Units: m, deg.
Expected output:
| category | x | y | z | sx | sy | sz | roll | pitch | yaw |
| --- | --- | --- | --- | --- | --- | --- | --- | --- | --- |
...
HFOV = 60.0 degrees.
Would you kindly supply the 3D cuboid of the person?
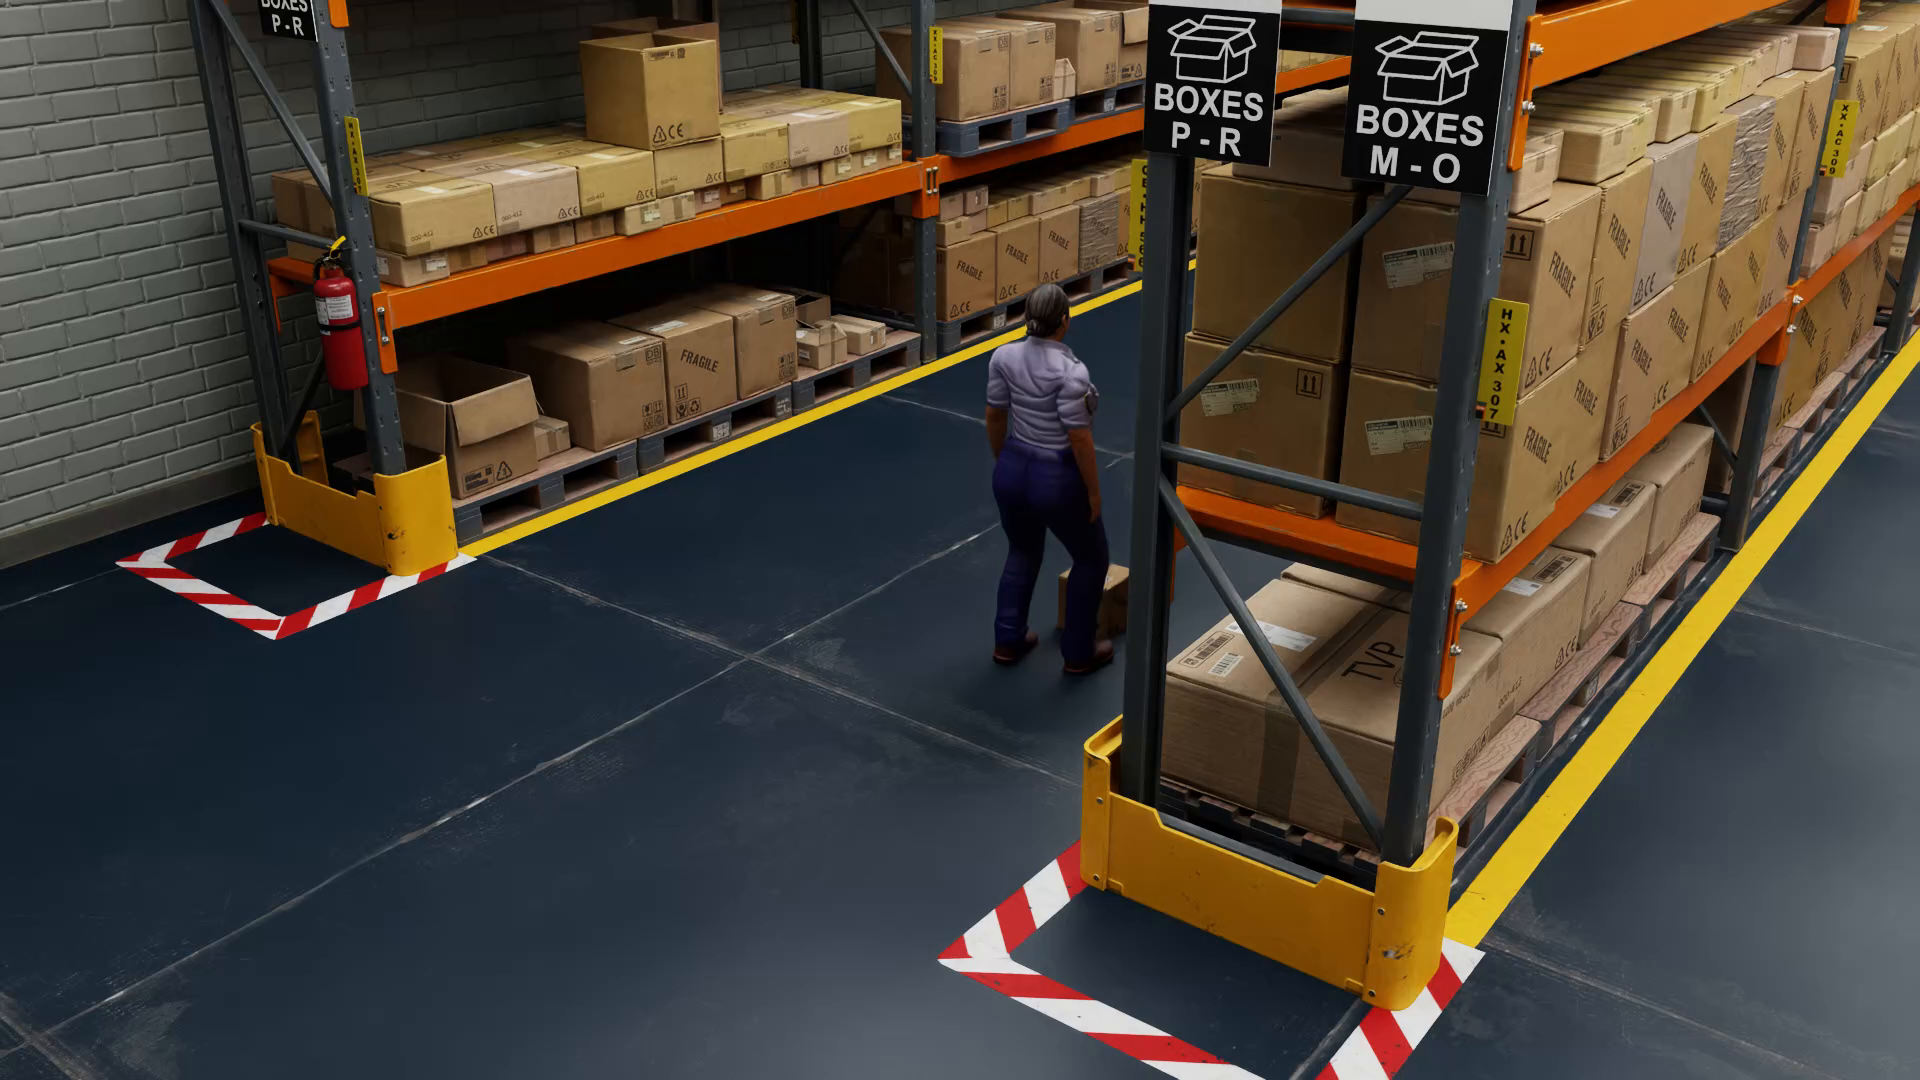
| category | x | y | z | sx | sy | sz | roll | pitch | yaw |
| --- | --- | --- | --- | --- | --- | --- | --- | --- | --- |
| person | 0.357 | -0.247 | 6.714 | 0.538 | 1.636 | 0.437 | 17 | 29 | 34 |
